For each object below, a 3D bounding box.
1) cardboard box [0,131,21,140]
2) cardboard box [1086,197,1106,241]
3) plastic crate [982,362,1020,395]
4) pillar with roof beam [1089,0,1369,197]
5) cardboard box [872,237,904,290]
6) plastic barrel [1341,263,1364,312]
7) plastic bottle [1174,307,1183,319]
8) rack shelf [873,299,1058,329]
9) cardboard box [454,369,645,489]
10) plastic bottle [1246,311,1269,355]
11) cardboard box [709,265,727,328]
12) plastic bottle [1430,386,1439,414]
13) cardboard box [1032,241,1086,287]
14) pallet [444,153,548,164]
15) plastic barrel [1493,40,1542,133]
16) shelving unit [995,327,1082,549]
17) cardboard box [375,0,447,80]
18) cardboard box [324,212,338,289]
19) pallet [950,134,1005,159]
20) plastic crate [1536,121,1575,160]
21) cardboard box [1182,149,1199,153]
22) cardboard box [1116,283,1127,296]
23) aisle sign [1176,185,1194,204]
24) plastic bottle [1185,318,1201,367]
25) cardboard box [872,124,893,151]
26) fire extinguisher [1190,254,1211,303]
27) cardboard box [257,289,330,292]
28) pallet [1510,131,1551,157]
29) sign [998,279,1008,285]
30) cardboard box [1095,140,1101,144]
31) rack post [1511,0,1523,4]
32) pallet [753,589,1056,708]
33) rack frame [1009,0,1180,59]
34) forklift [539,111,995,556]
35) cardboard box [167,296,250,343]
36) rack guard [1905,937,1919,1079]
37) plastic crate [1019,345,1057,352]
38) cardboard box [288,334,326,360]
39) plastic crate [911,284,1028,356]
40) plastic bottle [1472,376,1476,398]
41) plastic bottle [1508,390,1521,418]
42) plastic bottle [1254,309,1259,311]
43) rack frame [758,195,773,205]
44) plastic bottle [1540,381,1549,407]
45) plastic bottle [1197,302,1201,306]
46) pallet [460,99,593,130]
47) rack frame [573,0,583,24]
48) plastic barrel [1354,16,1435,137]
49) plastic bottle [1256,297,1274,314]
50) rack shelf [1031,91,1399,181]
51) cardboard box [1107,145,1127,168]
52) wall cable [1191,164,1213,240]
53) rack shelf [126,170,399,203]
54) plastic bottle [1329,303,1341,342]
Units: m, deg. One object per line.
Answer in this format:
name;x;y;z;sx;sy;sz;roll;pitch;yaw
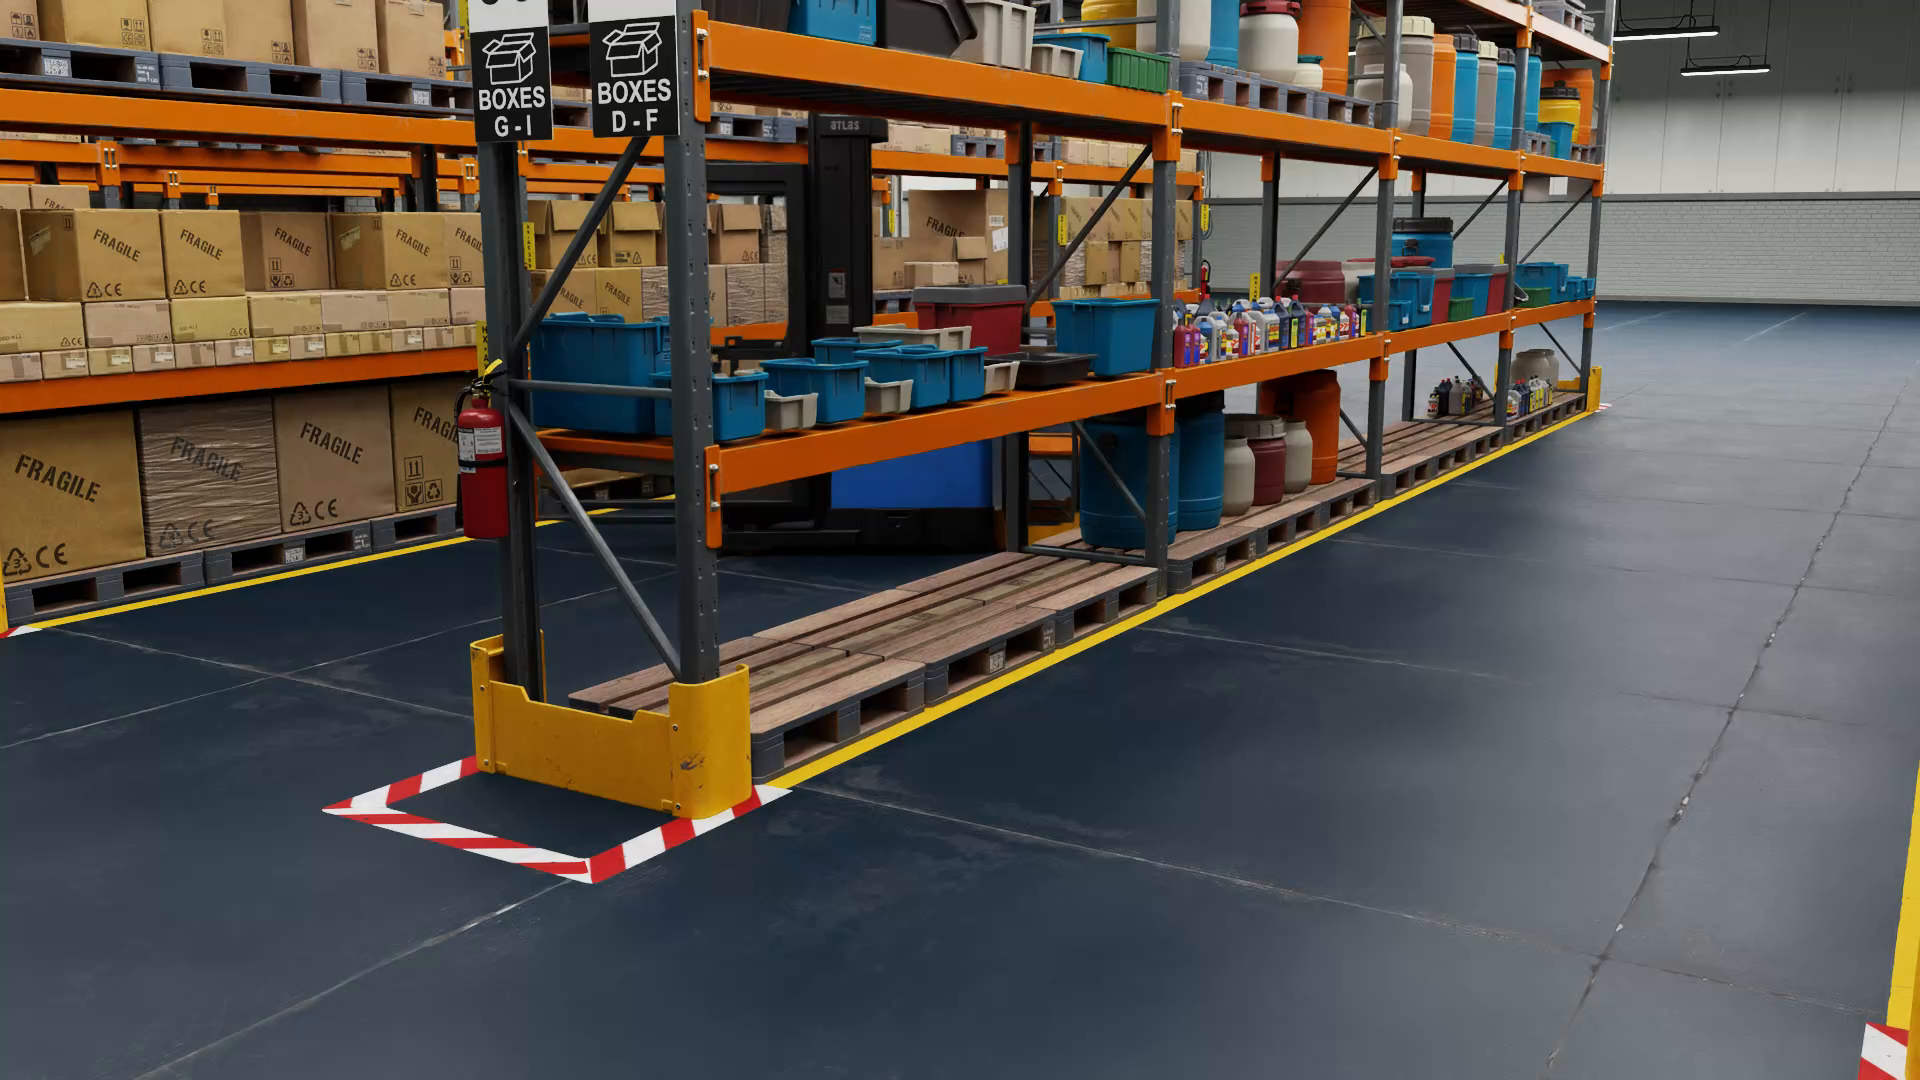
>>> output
cardboard box;-7.979;-3.362;13.434;0.500;0.250;0.500;6;12;31
cardboard box;1.363;-3.723;19.305;0.500;0.500;0.500;6;12;31
plastic crate;0.086;-0.776;7.918;0.293;0.136;0.466;6;12;31
pillar with roof beam;8.139;-12.192;52.040;9.100;9.000;0.548;6;12;31
cardboard box;-0.972;-2.723;16.350;0.700;0.500;0.500;9;14;39
plastic barrel;3.162;-2.045;13.839;0.421;0.512;0.421;0;11;0
plastic bottle;1.462;-1.439;11.255;0.097;0.271;0.097;0;11;0
rack shelf;-0.385;-2.242;17.150;1.077;0.370;4.000;6;12;31
cardboard box;-3.184;-0.917;12.748;1.225;0.875;0.875;6;12;31
plastic bottle;1.901;-1.337;10.694;0.152;0.276;0.135;6;12;31
cardboard box;-2.263;-1.990;13.573;0.500;0.500;0.500;7;13;32
plastic bottle;4.855;-1.426;17.018;0.061;0.283;0.133;7;13;34
cardboard box;0.940;-3.171;19.074;0.875;0.500;0.500;6;12;31
pallet;-5.321;-4.259;18.329;1.213;0.211;1.003;7;13;33
plastic barrel;5.495;-4.511;16.657;0.600;0.901;0.708;6;12;31
shelving unit;0.575;-0.773;11.423;0.587;1.500;1.083;1;11;5
cardboard box;-3.855;-3.303;11.022;0.700;0.500;0.500;6;12;27
cardboard box;-4.229;-1.966;11.279;0.500;0.500;0.500;6;12;31
pallet;-0.294;-4.042;17.168;1.213;0.211;1.003;6;12;31
plastic crate;6.231;-4.204;17.567;0.392;0.384;0.575;6;12;31
cardboard box;2.853;-5.063;21.433;0.380;0.149;0.250;6;12;31
cardboard box;1.790;-3.029;20.081;0.380;0.149;0.250;6;12;31
aisle sign;3.019;-4.799;21.784;0.394;0.787;0.004;6;12;31
plastic bottle;1.358;-1.160;9.729;0.061;0.283;0.133;6;12;31
cardboard box;-0.961;-3.732;15.406;0.500;0.250;0.500;7;12;32
fire extinguisher;3.184;-3.476;21.992;0.296;0.674;0.183;6;12;31
cardboard box;-4.494;-1.516;10.916;0.500;0.250;0.500;7;13;32
pallet;5.178;-3.942;16.634;1.213;0.211;1.003;6;12;31
sign;0.264;-1.368;9.773;0.100;0.325;0.005;6;12;31
cardboard box;1.416;-4.661;19.285;0.380;0.149;0.250;7;13;32
rack post;3.938;-5.166;13.968;1.013;1.000;3.121;6;12;31
pallet;-0.248;0.503;8.106;1.003;0.211;1.213;6;12;31
rack frame;0.734;-4.128;8.964;1.000;3.000;0.127;6;12;31
forklift;-1.298;-1.435;11.071;3.031;2.935;1.130;0;11;-1
cardboard box;-4.568;-1.307;9.795;0.500;0.250;0.500;6;12;29
rack guard;2.928;1.140;3.919;1.175;0.500;0.348;6;12;31
plastic crate;0.370;-1.020;9.217;0.396;0.136;0.243;6;12;31
cardboard box;-4.178;-1.208;10.350;0.380;0.149;0.250;7;12;32
plastic crate;0.056;-1.124;8.882;0.402;0.464;0.583;6;12;31
plastic bottle;5.623;-1.658;18.261;0.061;0.283;0.133;7;12;32
plastic bottle;5.572;-1.377;16.776;0.152;0.276;0.135;7;13;33
plastic bottle;1.962;-1.394;11.015;0.097;0.271;0.097;0;11;0
rack frame;-1.423;-2.281;15.404;1.000;3.000;0.127;6;12;31
plastic bottle;6.231;-1.576;17.843;0.152;0.276;0.135;6;12;31
plastic bottle;1.670;-1.536;11.741;0.061;0.283;0.133;6;12;31
pallet;-3.066;-3.182;12.580;0.805;0.209;1.217;6;12;28
rack frame;-5.739;-7.435;26.629;1.000;3.000;0.127;6;12;31
plastic barrel;3.422;-3.637;13.133;0.600;0.901;0.600;0;11;0
plastic bottle;2.309;-1.710;12.689;0.152;0.276;0.135;6;12;31
rack shelf;1.772;-2.615;10.986;1.077;0.370;4.000;6;12;31
cardboard box;1.644;-4.518;19.608;0.500;0.250;0.500;6;12;28
wall cable;7.120;-11.414;56.322;3.097;2.526;0.112;6;12;31
rack shelf;-8.854;-4.664;21.931;1.077;0.370;4.000;6;12;31
plastic bottle;2.668;-1.557;11.885;0.097;0.271;0.097;0;11;0
